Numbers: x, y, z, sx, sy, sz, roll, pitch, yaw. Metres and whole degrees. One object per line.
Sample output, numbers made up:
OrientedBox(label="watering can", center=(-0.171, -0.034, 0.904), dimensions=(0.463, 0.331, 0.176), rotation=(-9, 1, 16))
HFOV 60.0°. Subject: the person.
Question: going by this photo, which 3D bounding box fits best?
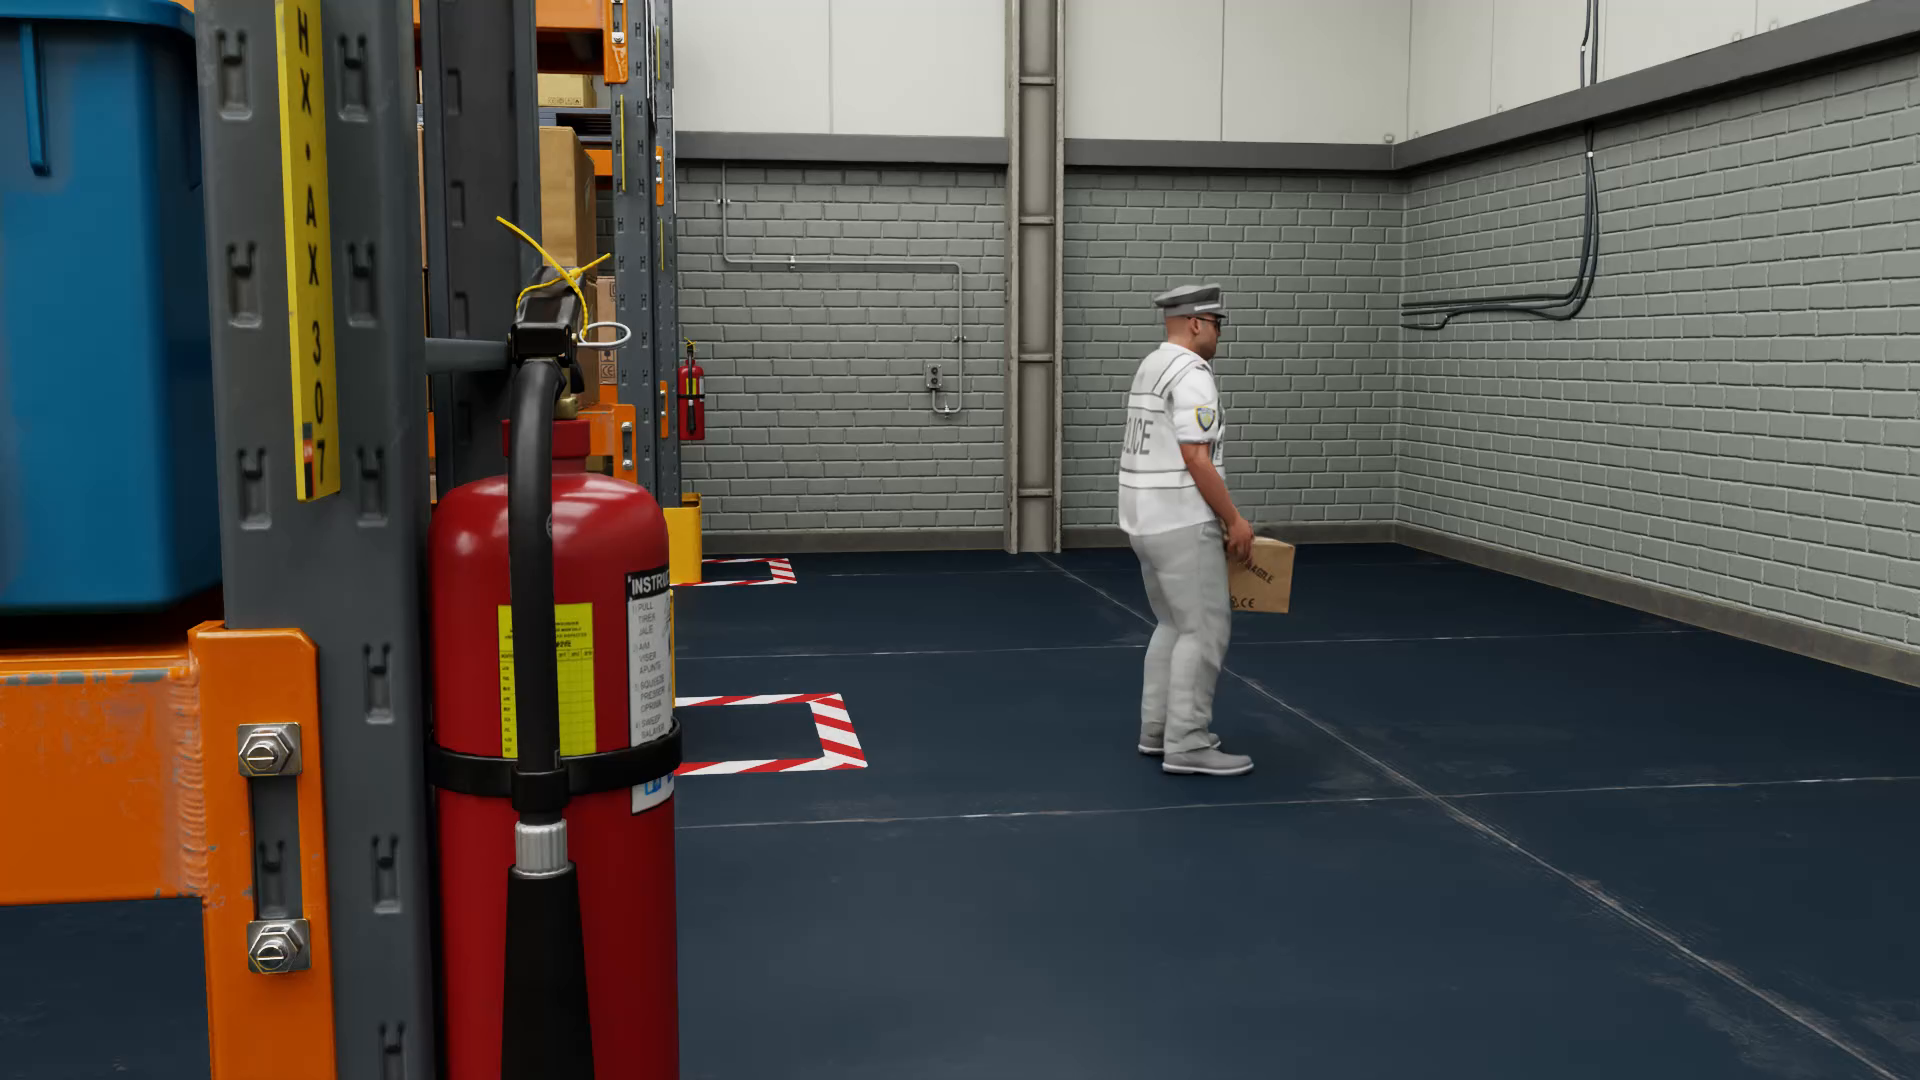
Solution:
OrientedBox(label="person", center=(0.818, -0.054, 6.093), dimensions=(0.444, 1.763, 0.546), rotation=(-1, 7, -10))
